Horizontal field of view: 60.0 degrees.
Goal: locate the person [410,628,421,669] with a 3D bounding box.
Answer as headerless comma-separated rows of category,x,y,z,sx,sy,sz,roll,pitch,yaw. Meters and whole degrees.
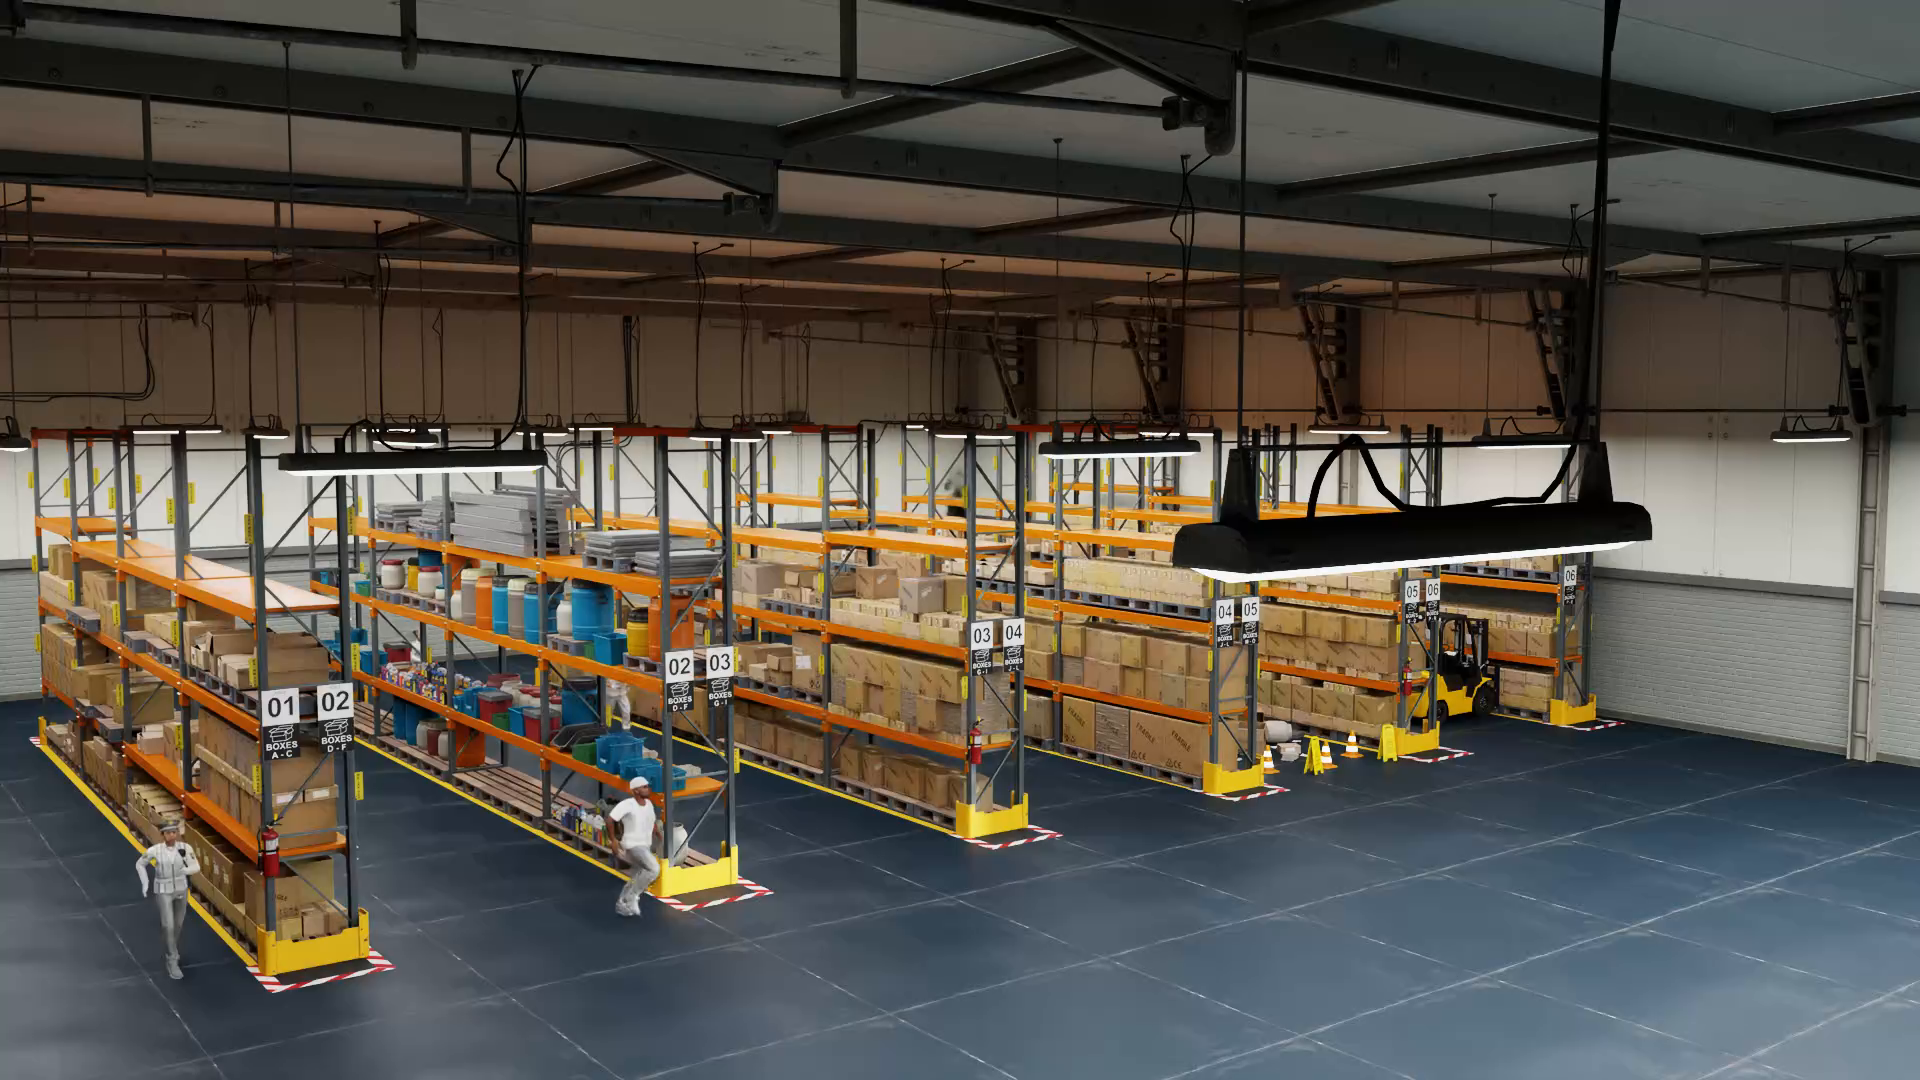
person,-11.681,2.720,35.797,0.821,1.696,0.658,2,5,26

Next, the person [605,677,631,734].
person,-6.539,2.974,31.476,0.622,1.796,1.153,-3,6,-36

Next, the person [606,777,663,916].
person,-3.998,3.828,20.842,0.643,1.697,0.727,2,5,21

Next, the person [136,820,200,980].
person,-8.886,3.993,18.737,0.589,1.727,0.810,-4,6,-42
